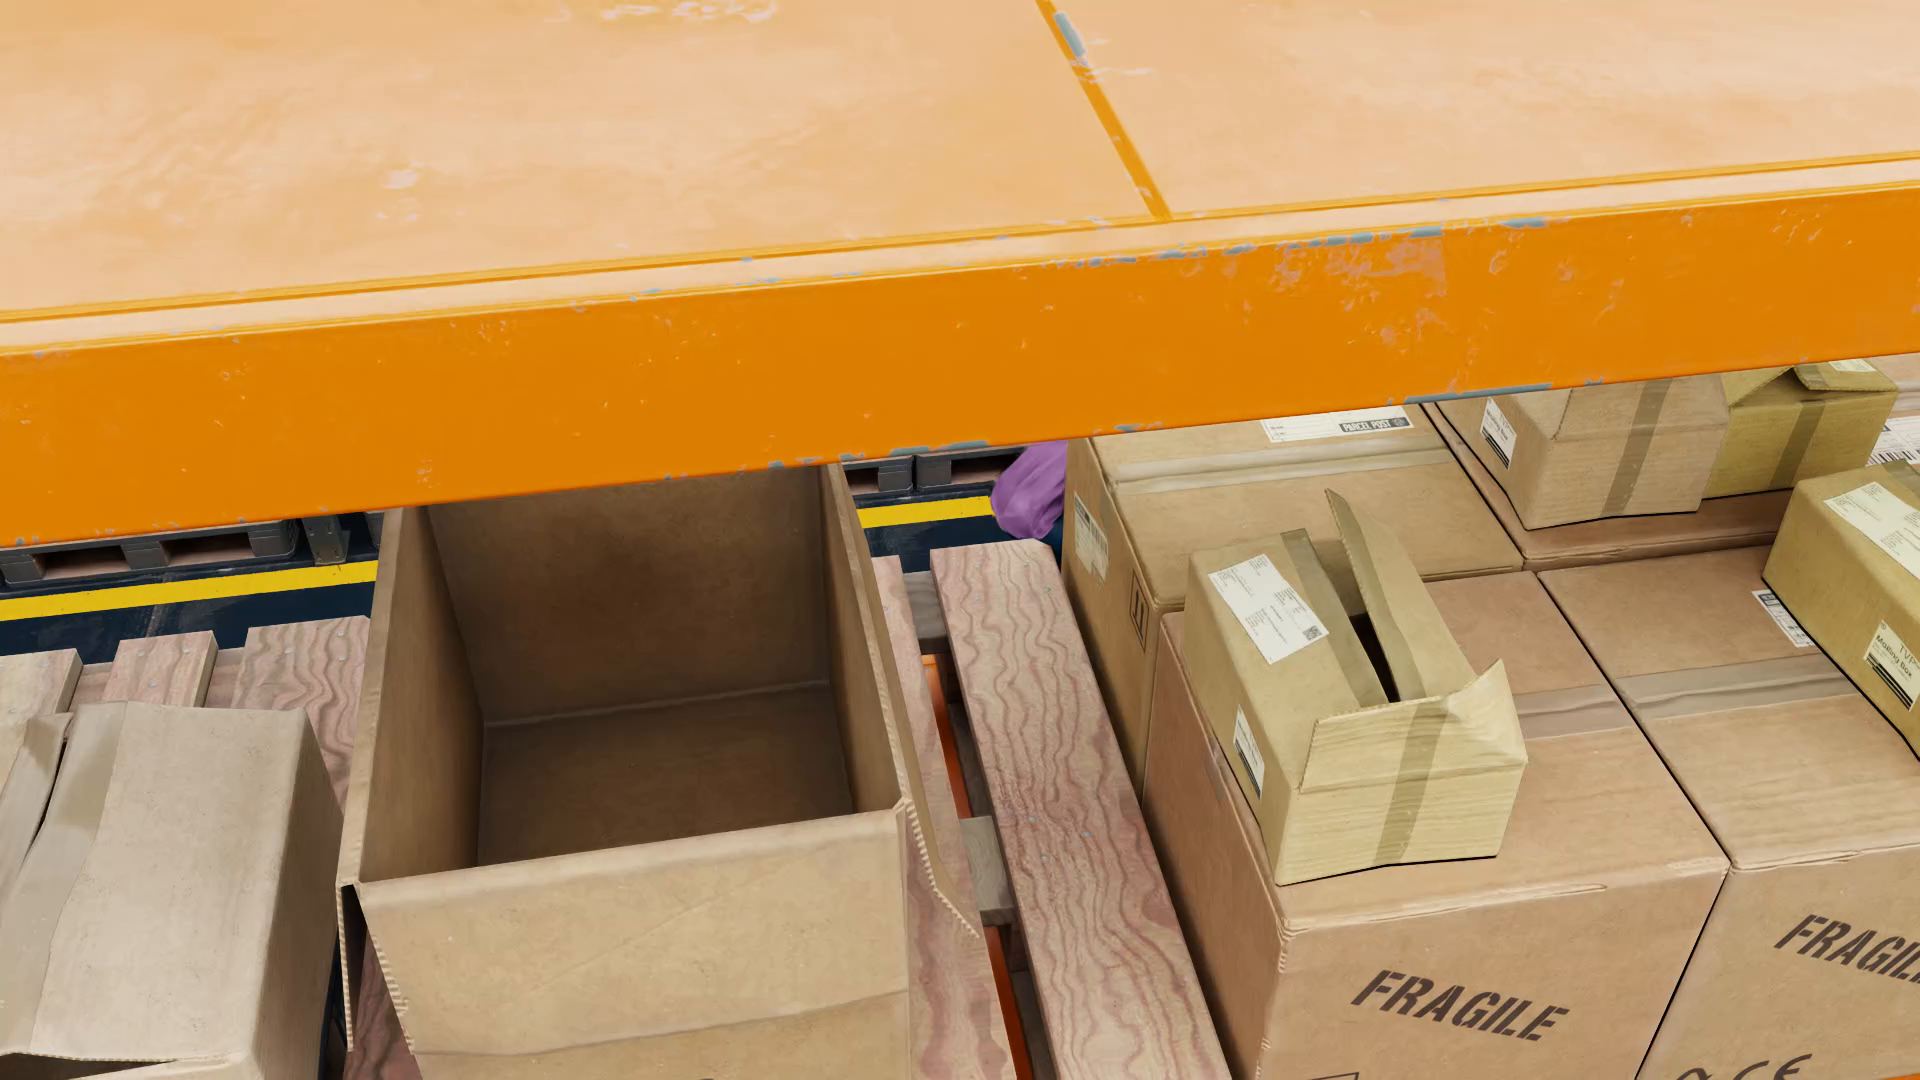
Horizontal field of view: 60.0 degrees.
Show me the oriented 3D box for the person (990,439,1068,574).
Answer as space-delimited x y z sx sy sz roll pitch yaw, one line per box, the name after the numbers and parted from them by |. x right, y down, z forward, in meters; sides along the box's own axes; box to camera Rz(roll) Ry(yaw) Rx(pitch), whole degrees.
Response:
0.475 -0.130 6.684 0.725 1.143 0.462 -6 40 -8 | person
